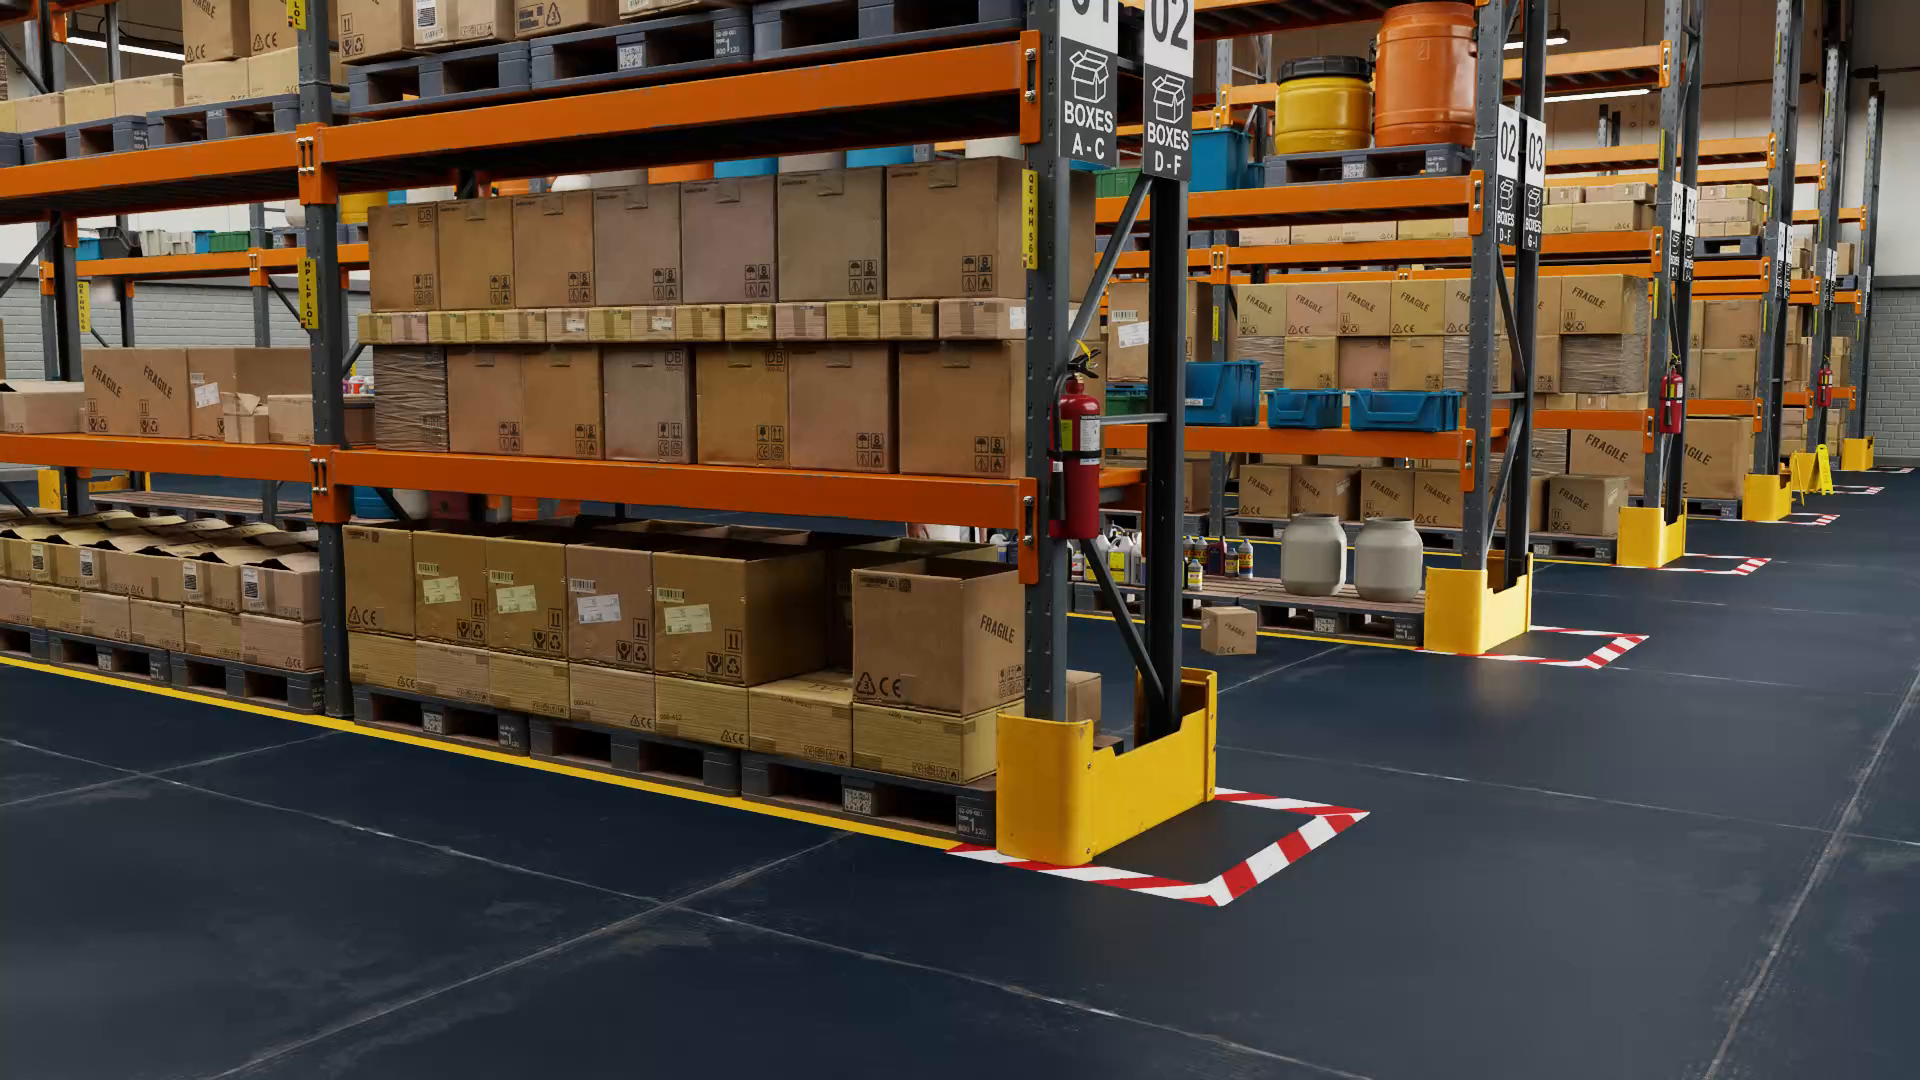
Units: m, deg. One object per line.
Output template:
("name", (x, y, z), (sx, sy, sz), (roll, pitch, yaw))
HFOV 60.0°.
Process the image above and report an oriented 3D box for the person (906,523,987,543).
("person", (-0.018, -0.062, 8.317), (0.581, 1.775, 0.694), (4, 7, 34))
